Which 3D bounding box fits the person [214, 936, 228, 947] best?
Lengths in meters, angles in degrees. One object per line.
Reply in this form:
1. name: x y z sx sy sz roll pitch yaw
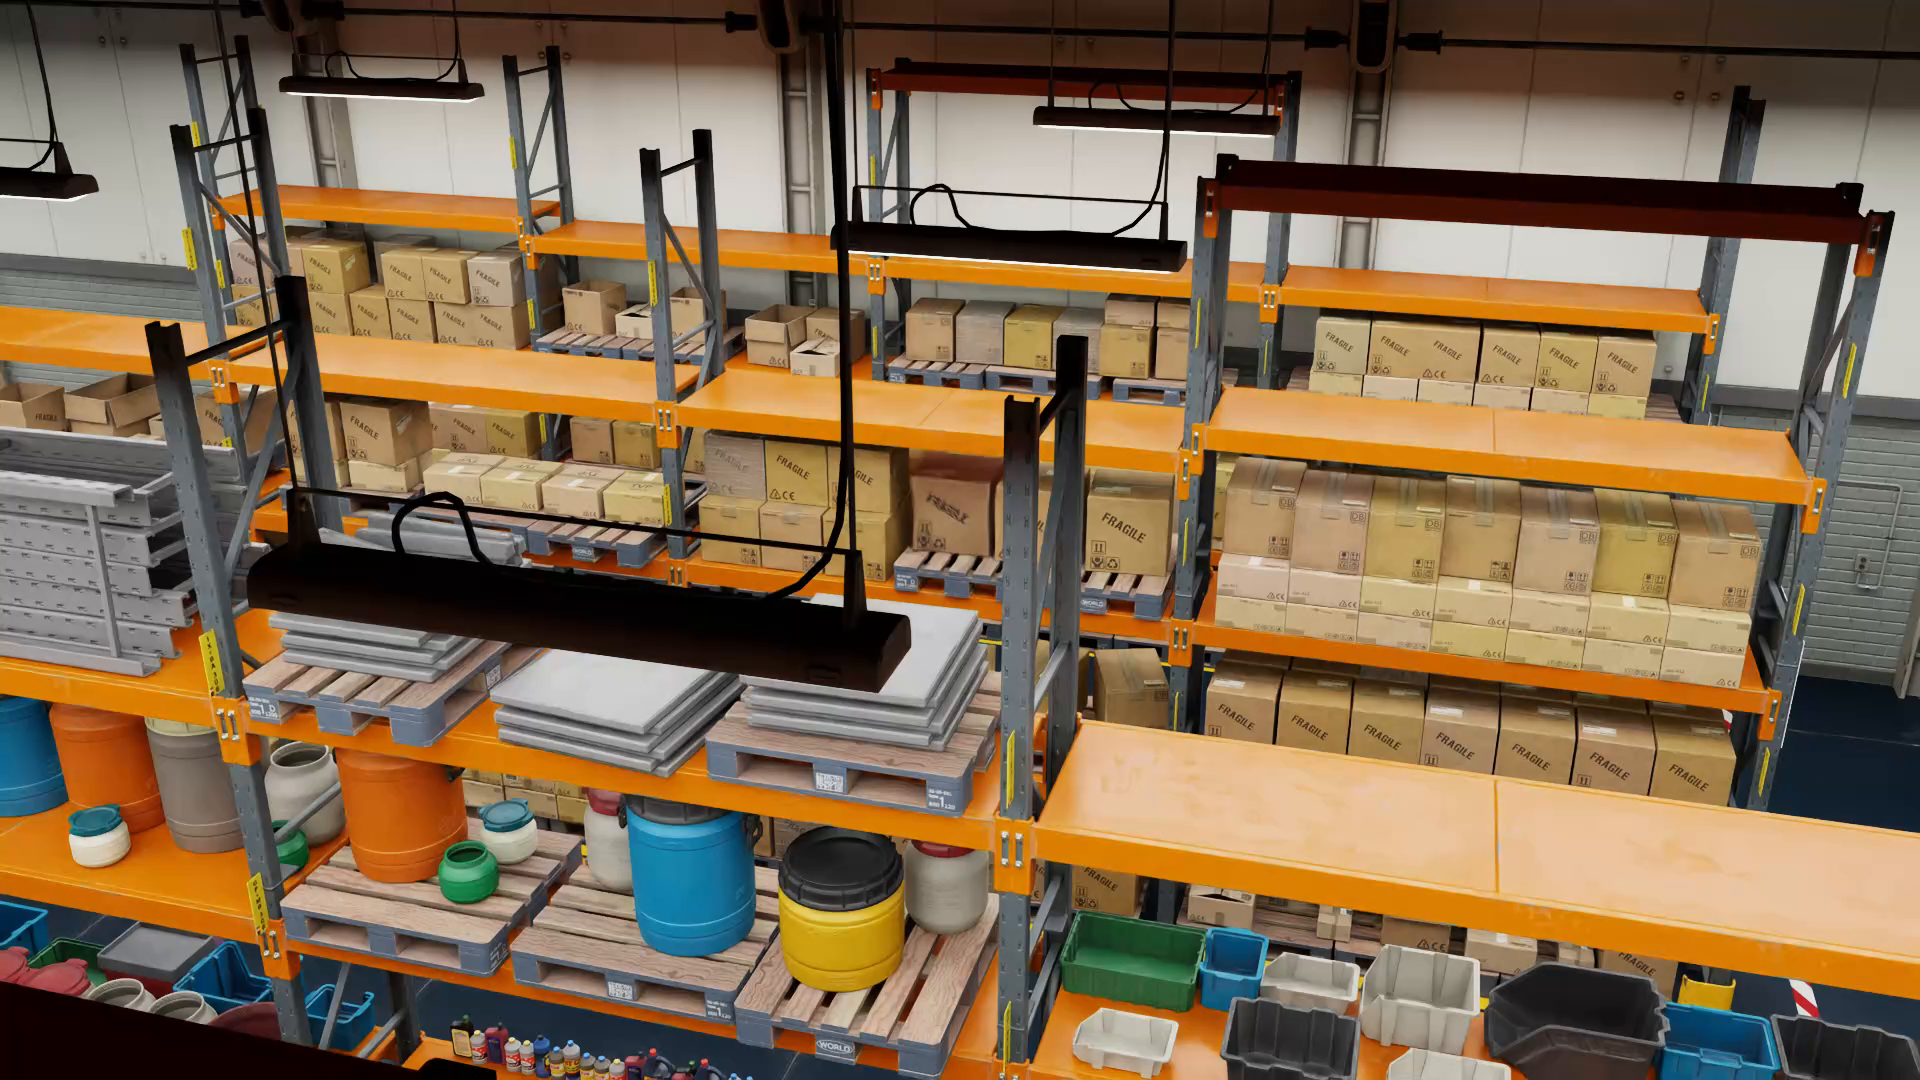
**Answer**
1. person: -5.290 2.961 11.580 0.454 1.556 0.892 -20 30 -39
